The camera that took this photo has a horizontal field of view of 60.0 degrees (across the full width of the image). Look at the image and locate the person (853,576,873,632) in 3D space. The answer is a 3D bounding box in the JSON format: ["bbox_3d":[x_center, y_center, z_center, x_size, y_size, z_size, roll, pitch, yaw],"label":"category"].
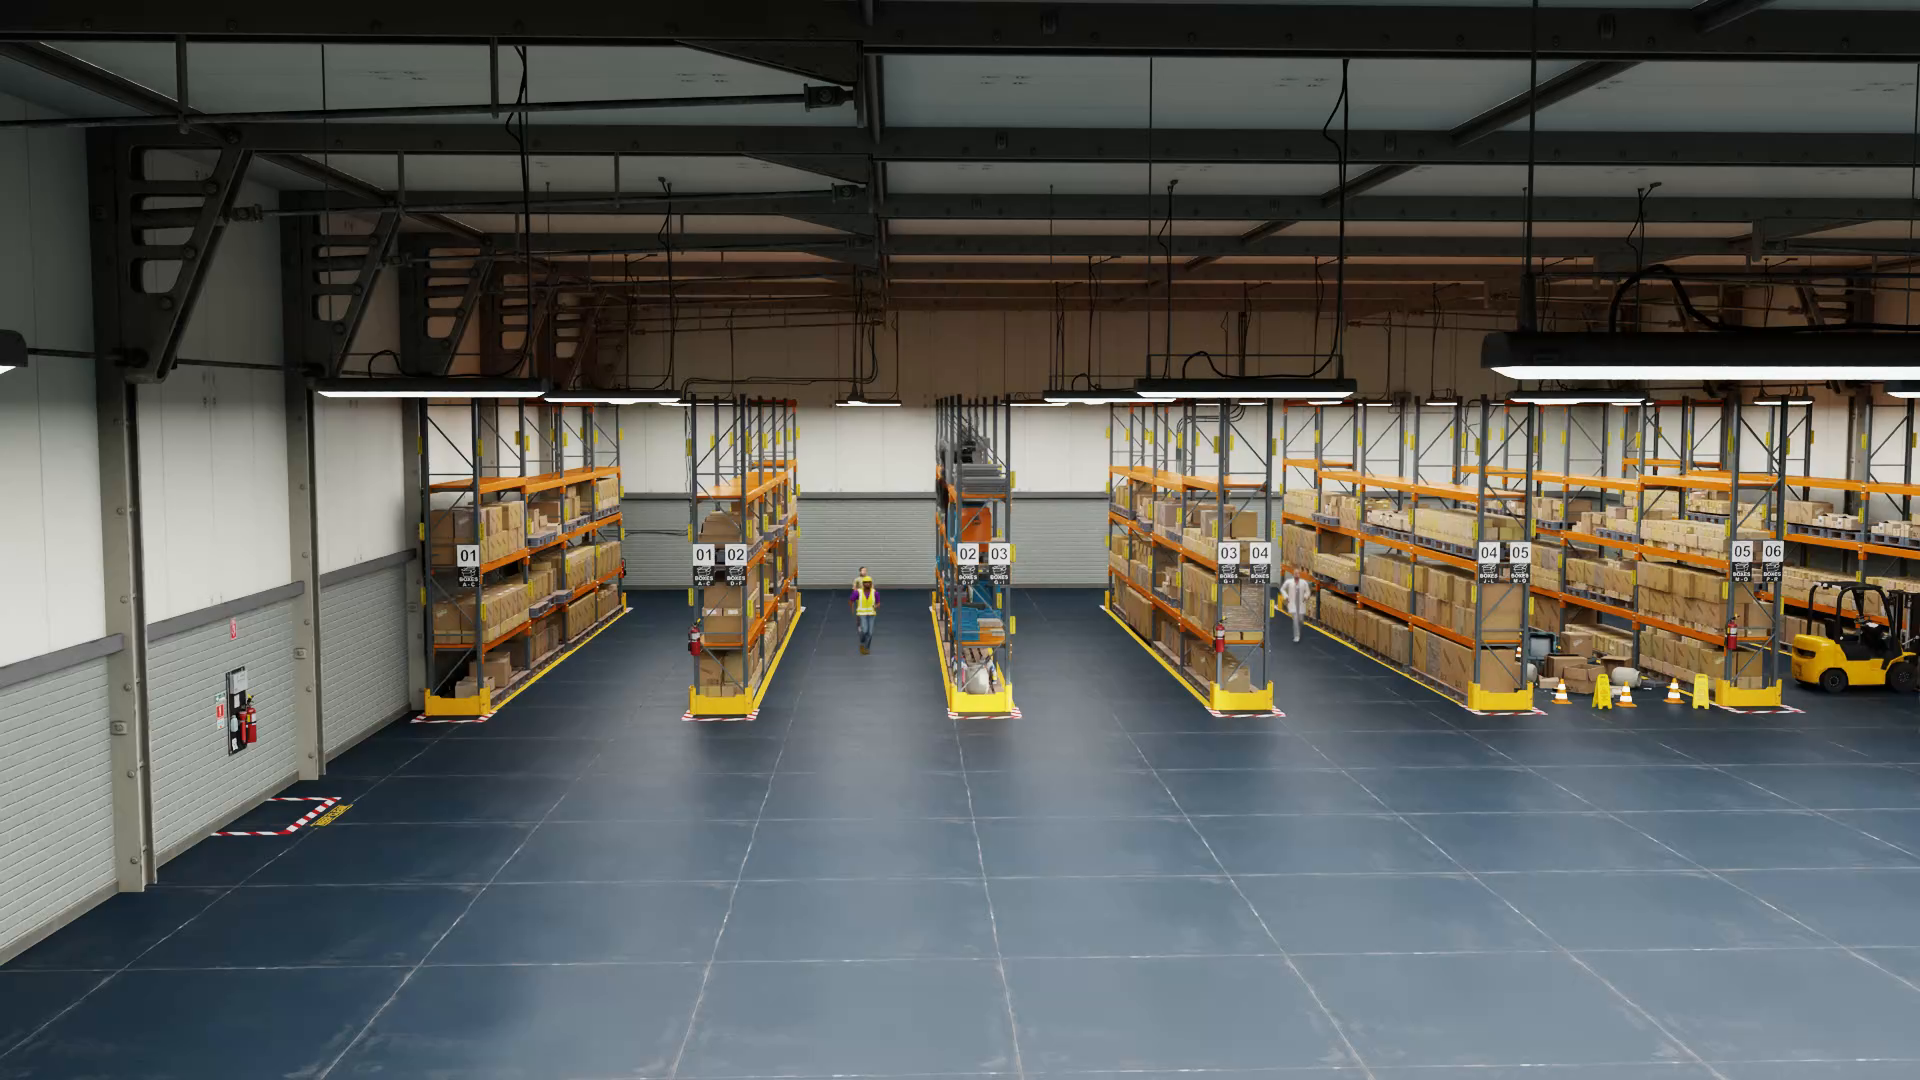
[{"bbox_3d":[-2.357,1.590,40.778,0.538,1.395,0.892,-1,5,-15],"label":"person"}]

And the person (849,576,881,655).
[{"bbox_3d":[-2.063,1.675,36.717,0.690,1.745,0.597,-1,5,-15],"label":"person"}]

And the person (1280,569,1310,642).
[{"bbox_3d":[8.322,1.602,41.262,0.720,1.762,0.794,0,4,0],"label":"person"}]
